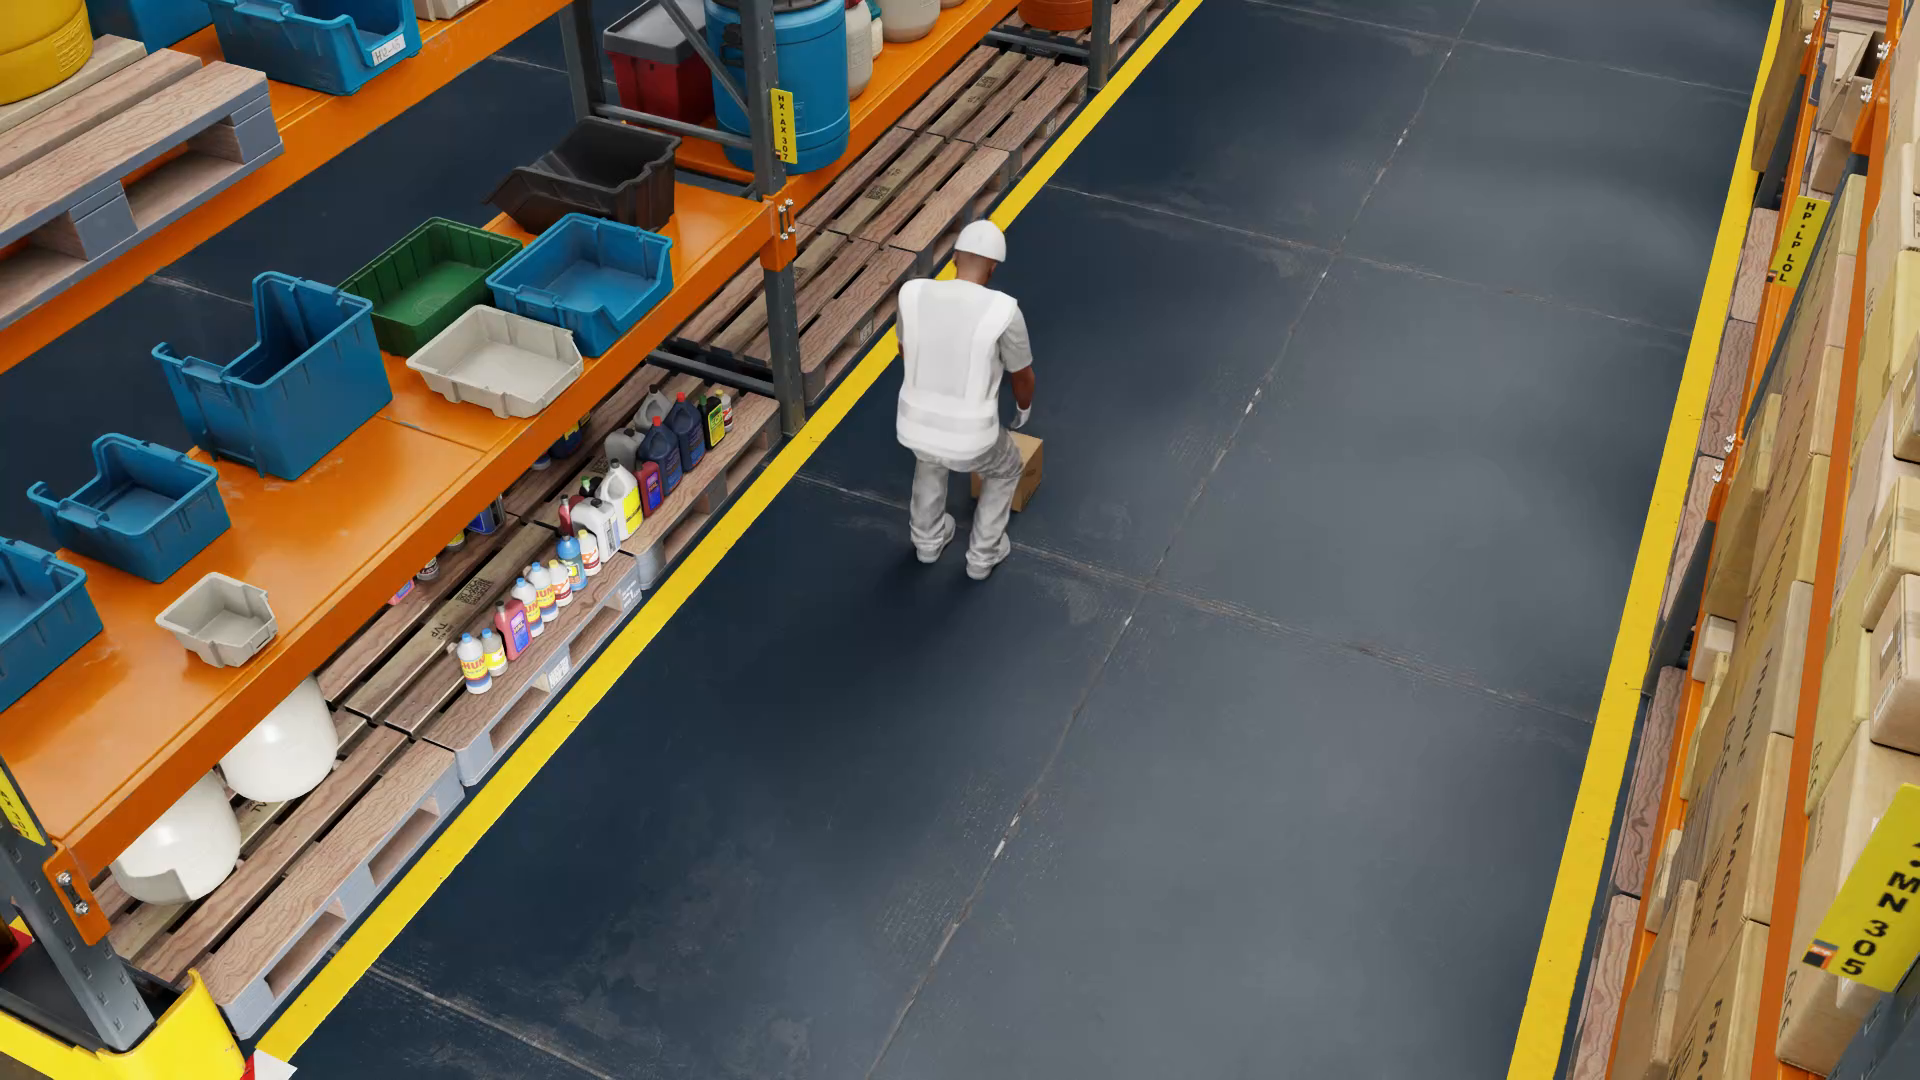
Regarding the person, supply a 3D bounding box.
[{"bbox_3d":[-0.011,-0.553,6.962,0.608,1.525,0.696,18,45,19],"label":"person"}]
